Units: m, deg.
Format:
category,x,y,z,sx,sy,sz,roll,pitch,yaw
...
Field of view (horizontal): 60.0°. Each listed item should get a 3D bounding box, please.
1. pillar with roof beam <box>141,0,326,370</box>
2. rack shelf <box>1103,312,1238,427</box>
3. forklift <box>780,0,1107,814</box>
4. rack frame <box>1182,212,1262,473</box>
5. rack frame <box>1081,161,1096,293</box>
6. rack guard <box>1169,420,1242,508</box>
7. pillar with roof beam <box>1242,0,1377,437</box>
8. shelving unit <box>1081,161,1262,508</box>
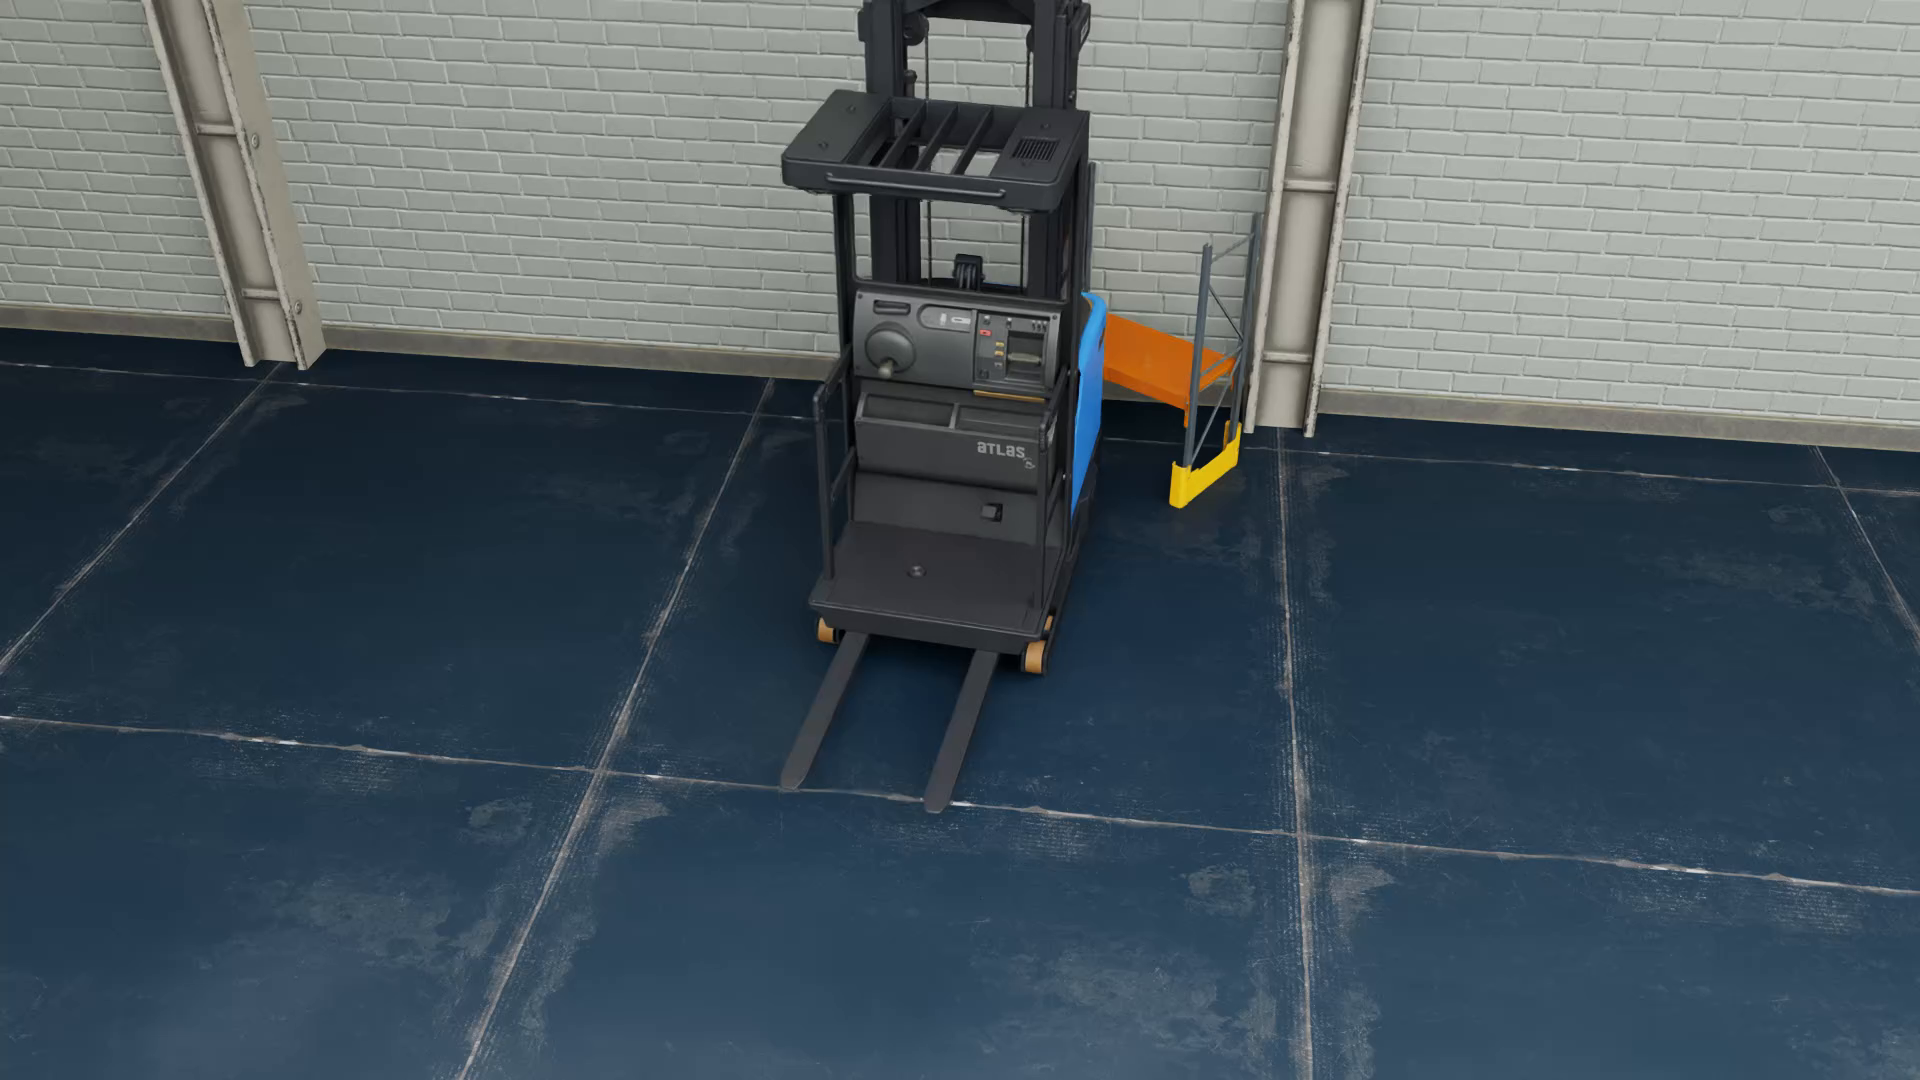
category,x,y,z,sx,sy,sz,roll,pitch,yaw
pillar with roof beam,-4.673,-2.312,4.100,0.400,9.000,9.100,4,36,6
rack shelf,0.947,-0.956,8.965,1.000,0.185,0.538,25,43,31
forklift,-0.066,-0.812,7.222,1.130,2.935,3.031,8,36,11
rack frame,1.340,-0.915,8.599,0.032,1.500,0.500,25,43,31
rack frame,0.554,-1.289,9.123,0.032,1.500,0.500,25,43,31
rack guard,1.325,-0.414,8.972,0.087,0.250,0.587,25,43,31
pillar with roof beam,1.279,-1.868,3.478,0.400,9.000,9.100,4,36,6
shelving unit,0.940,-1.106,8.865,1.083,1.500,0.587,25,43,31
